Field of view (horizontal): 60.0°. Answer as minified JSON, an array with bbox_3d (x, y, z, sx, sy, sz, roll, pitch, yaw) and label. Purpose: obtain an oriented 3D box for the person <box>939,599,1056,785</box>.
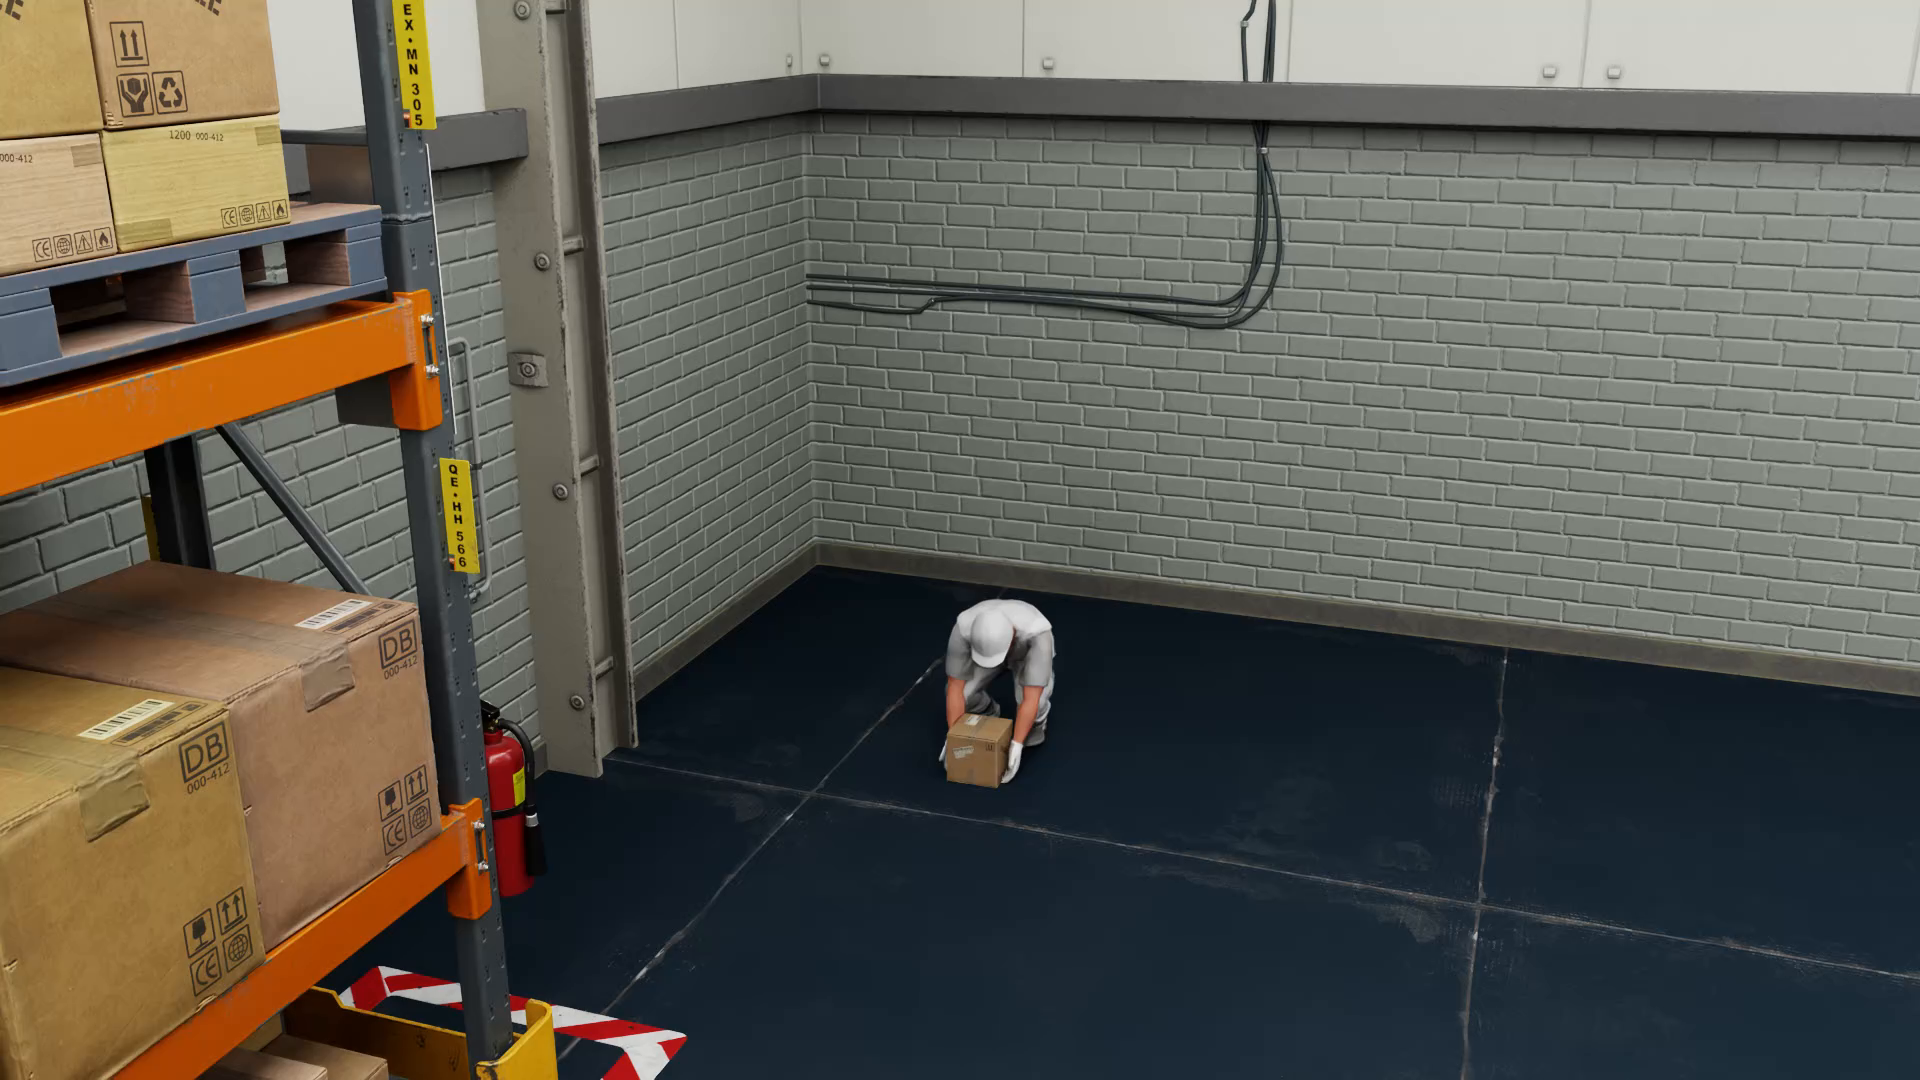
[{"bbox_3d":[0.211,0.633,8.133,0.563,0.880,0.890,6,19,18],"label":"person"}]
